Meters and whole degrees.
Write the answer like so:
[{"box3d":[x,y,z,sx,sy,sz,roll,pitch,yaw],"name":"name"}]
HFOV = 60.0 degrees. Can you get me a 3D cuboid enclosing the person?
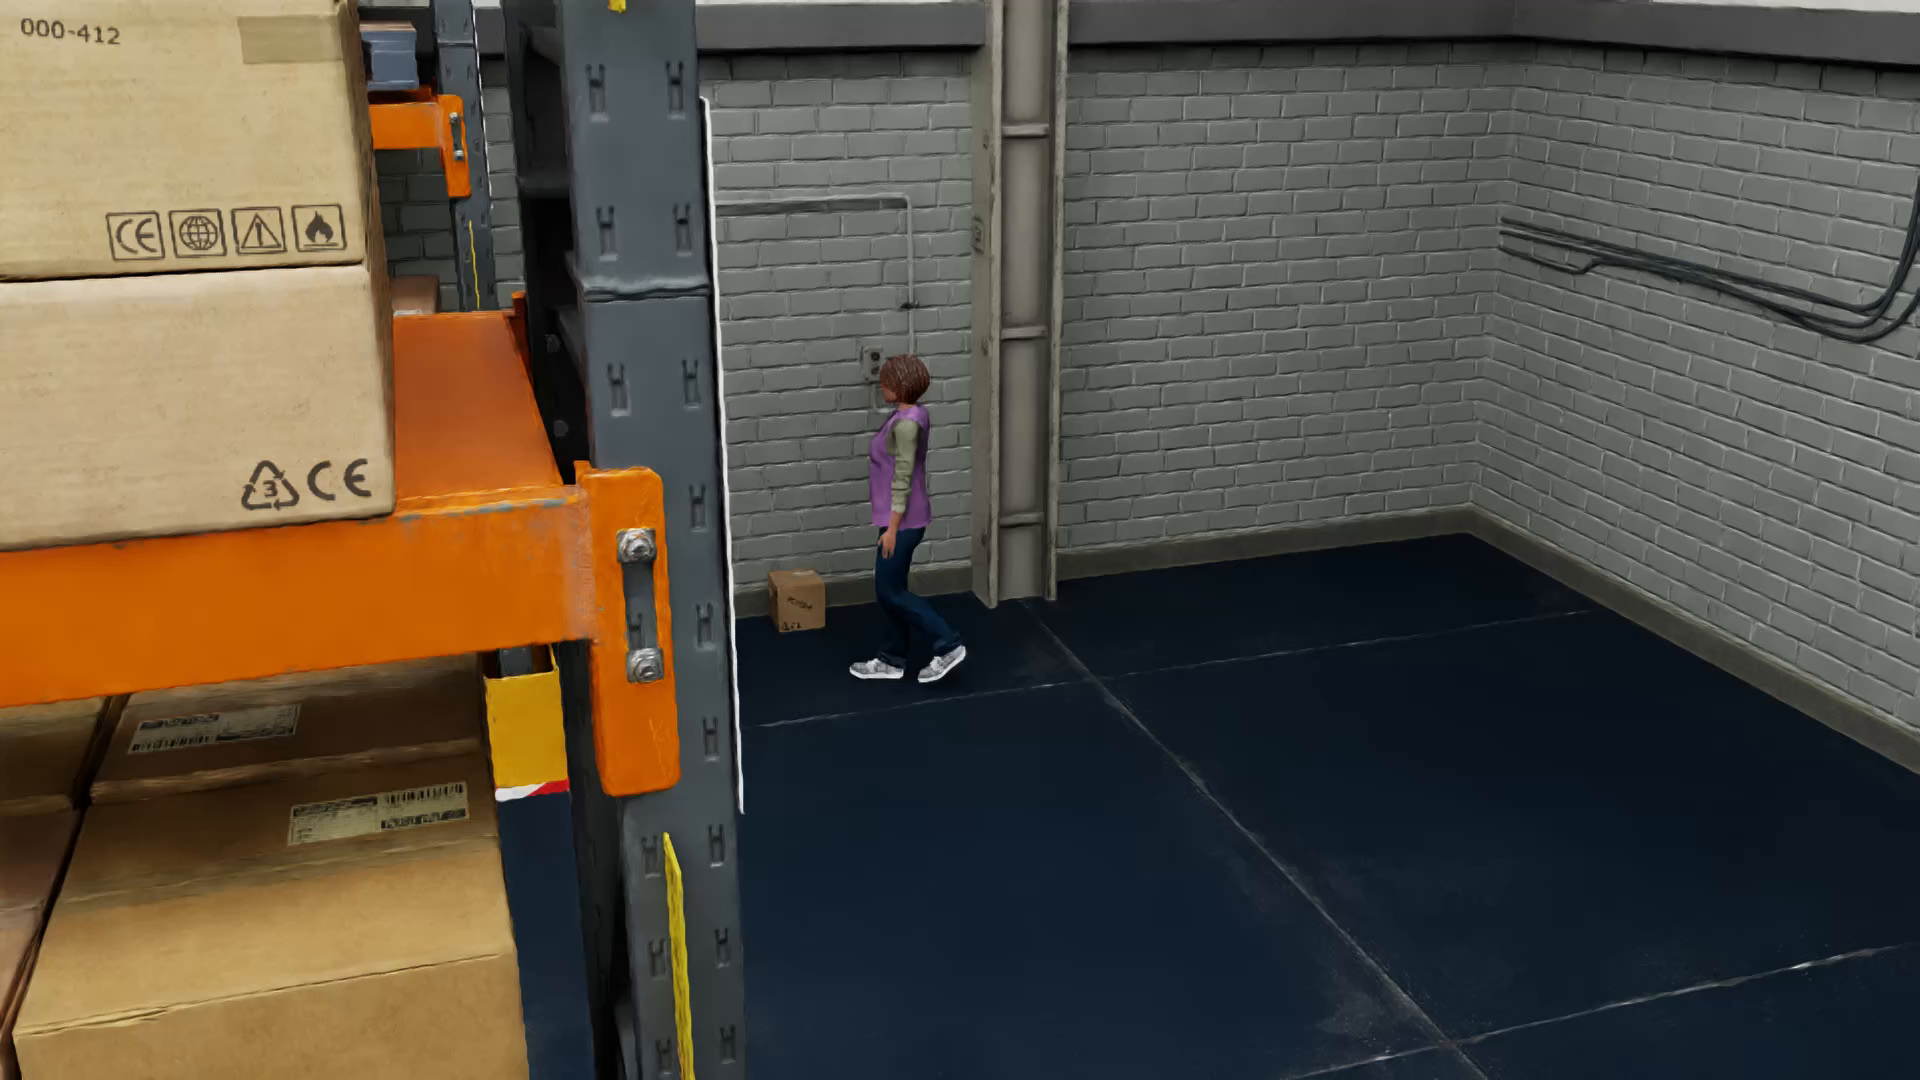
[{"box3d":[-0.253,-0.084,7.792,0.571,1.596,0.437,0,20,1],"name":"person"}]
